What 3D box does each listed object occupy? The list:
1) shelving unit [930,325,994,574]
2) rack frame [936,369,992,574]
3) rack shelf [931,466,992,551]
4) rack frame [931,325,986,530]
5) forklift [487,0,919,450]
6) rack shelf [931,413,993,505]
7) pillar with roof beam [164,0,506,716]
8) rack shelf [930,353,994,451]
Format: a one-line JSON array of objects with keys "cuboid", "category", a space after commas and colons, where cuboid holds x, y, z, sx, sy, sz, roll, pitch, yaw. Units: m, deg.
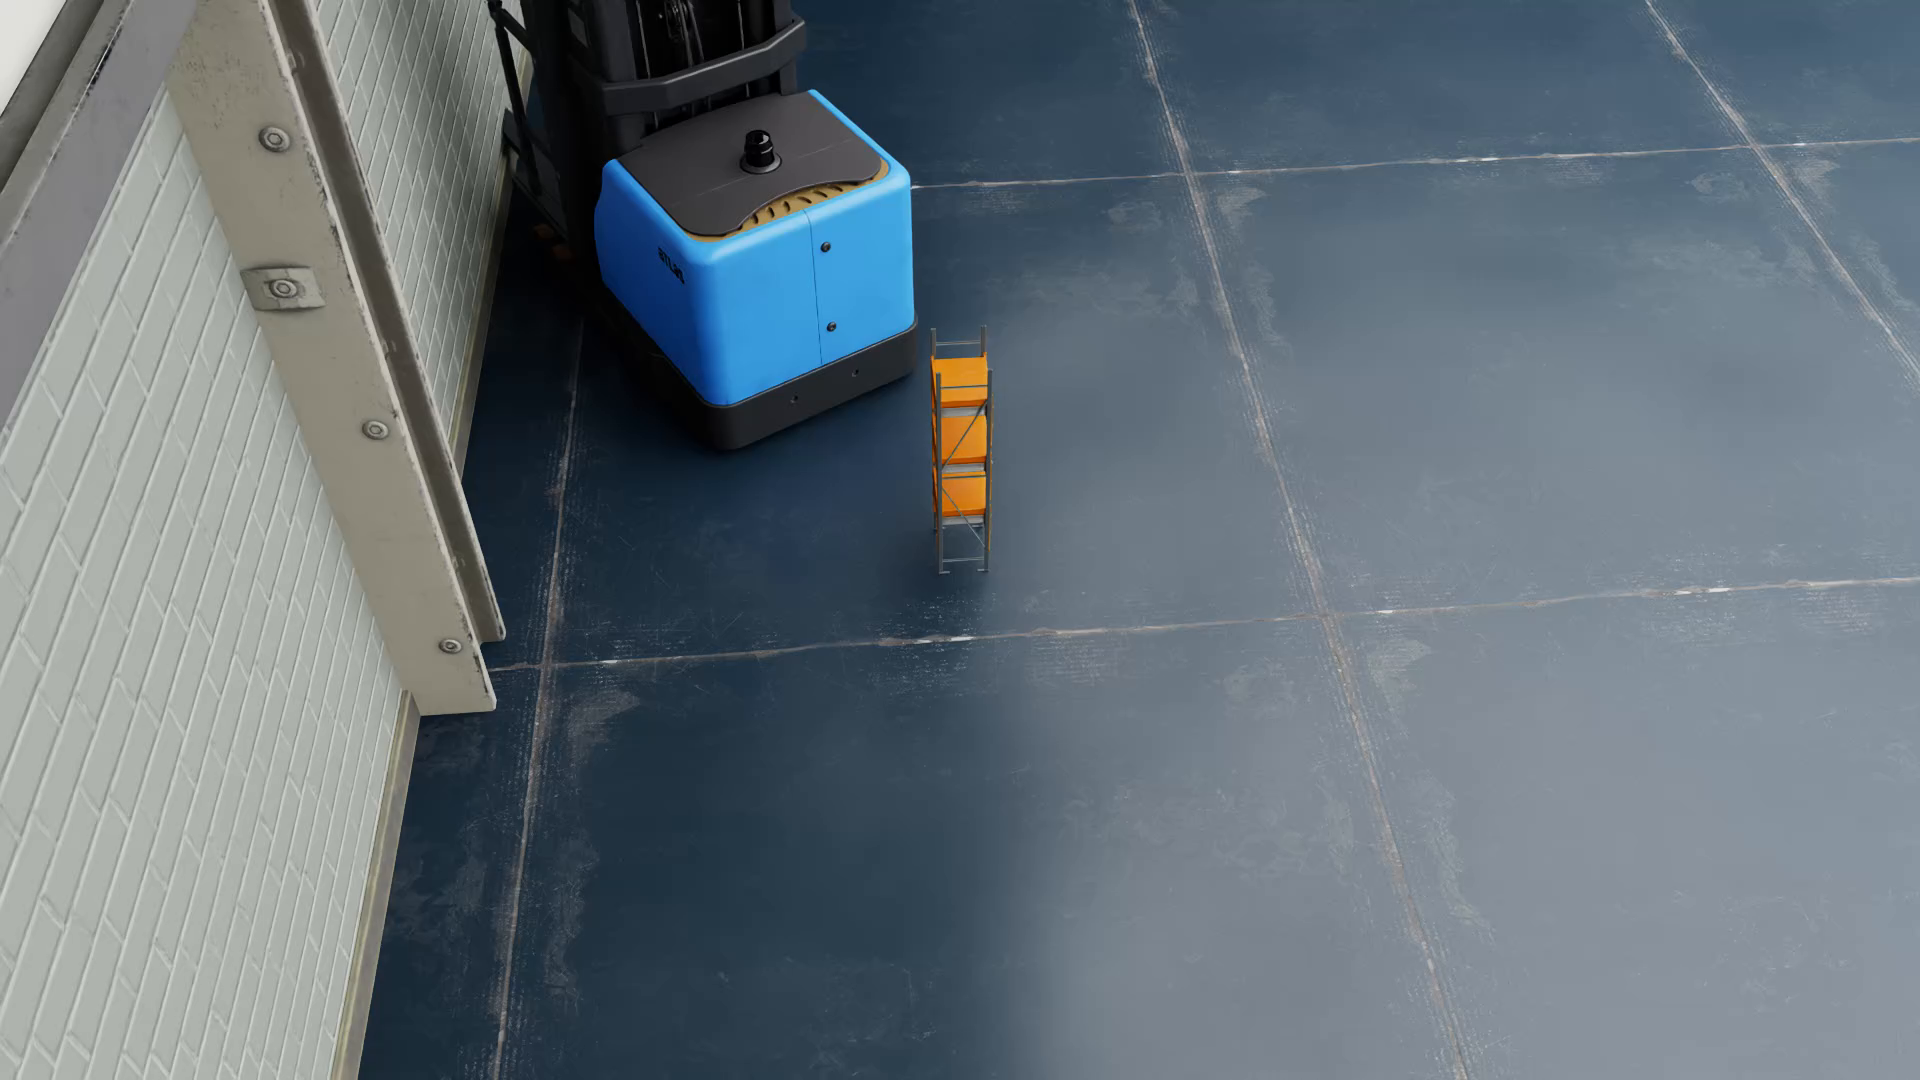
[{"cuboid": [0.005, -0.322, 6.332, 0.215, 1.050, 0.252, -3, 47, -3], "category": "shelving unit"}, {"cuboid": [0.015, -0.234, 6.249, 0.200, 1.050, 0.008, -3, 47, -3], "category": "rack frame"}, {"cuboid": [0.004, -0.124, 6.542, 0.215, 0.259, 0.240, -3, 47, -3], "category": "rack shelf"}, {"cuboid": [-0.006, -0.411, 6.416, 0.200, 1.050, 0.008, -3, 47, -3], "category": "rack frame"}, {"cuboid": [-1.426, -2.430, 7.032, 1.130, 2.935, 3.031, -26, 52, -23], "category": "forklift"}, {"cuboid": [0.005, -0.315, 6.340, 0.215, 0.259, 0.240, -3, 47, -3], "category": "rack shelf"}, {"cuboid": [2.399, -2.859, 3.260, 9.100, 9.000, 0.400, -3, 47, -3], "category": "pillar with roof beam"}, {"cuboid": [0.005, -0.510, 6.134, 0.215, 0.259, 0.240, -3, 47, -3], "category": "rack shelf"}]
